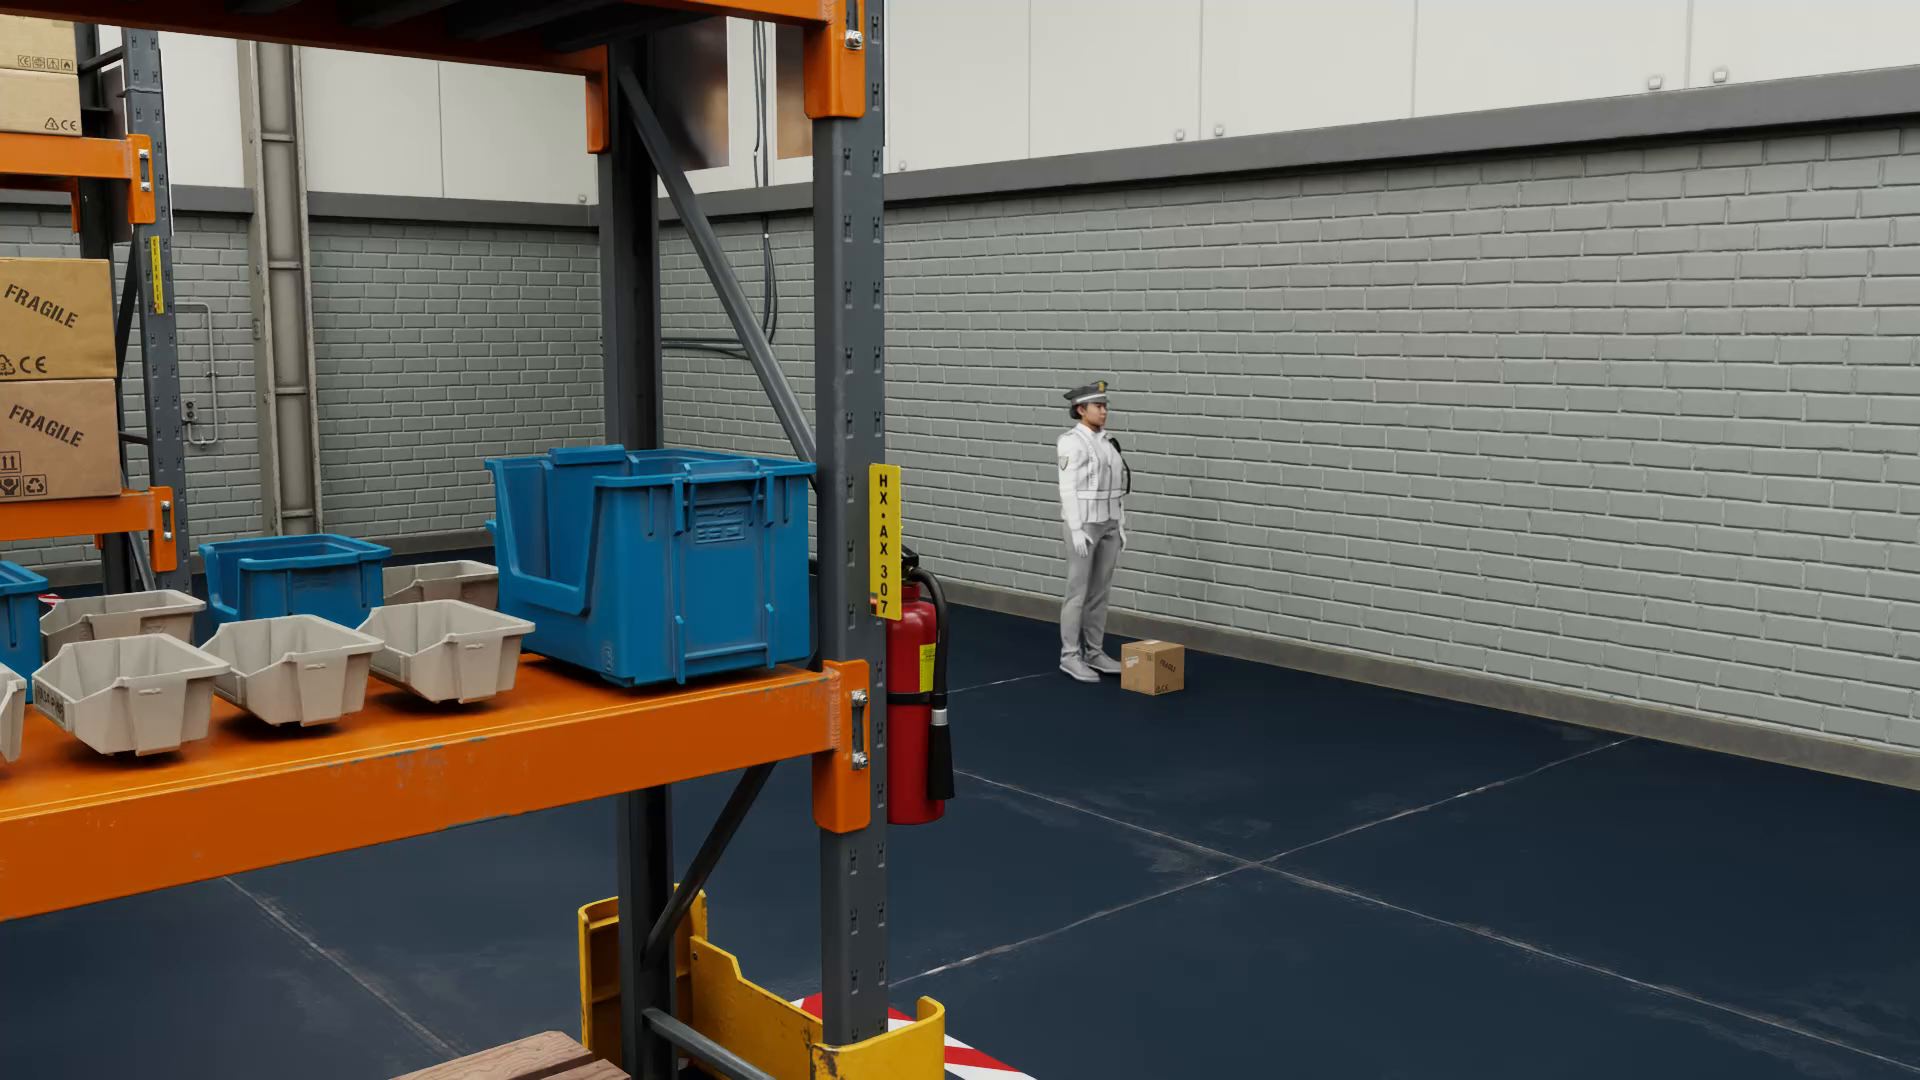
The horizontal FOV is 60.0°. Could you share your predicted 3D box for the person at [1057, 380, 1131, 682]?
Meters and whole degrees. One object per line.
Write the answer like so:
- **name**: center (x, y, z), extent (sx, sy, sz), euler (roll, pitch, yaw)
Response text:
- **person**: center (0.768, -0.067, 9.572), extent (0.376, 1.705, 0.498), euler (7, 10, 43)
